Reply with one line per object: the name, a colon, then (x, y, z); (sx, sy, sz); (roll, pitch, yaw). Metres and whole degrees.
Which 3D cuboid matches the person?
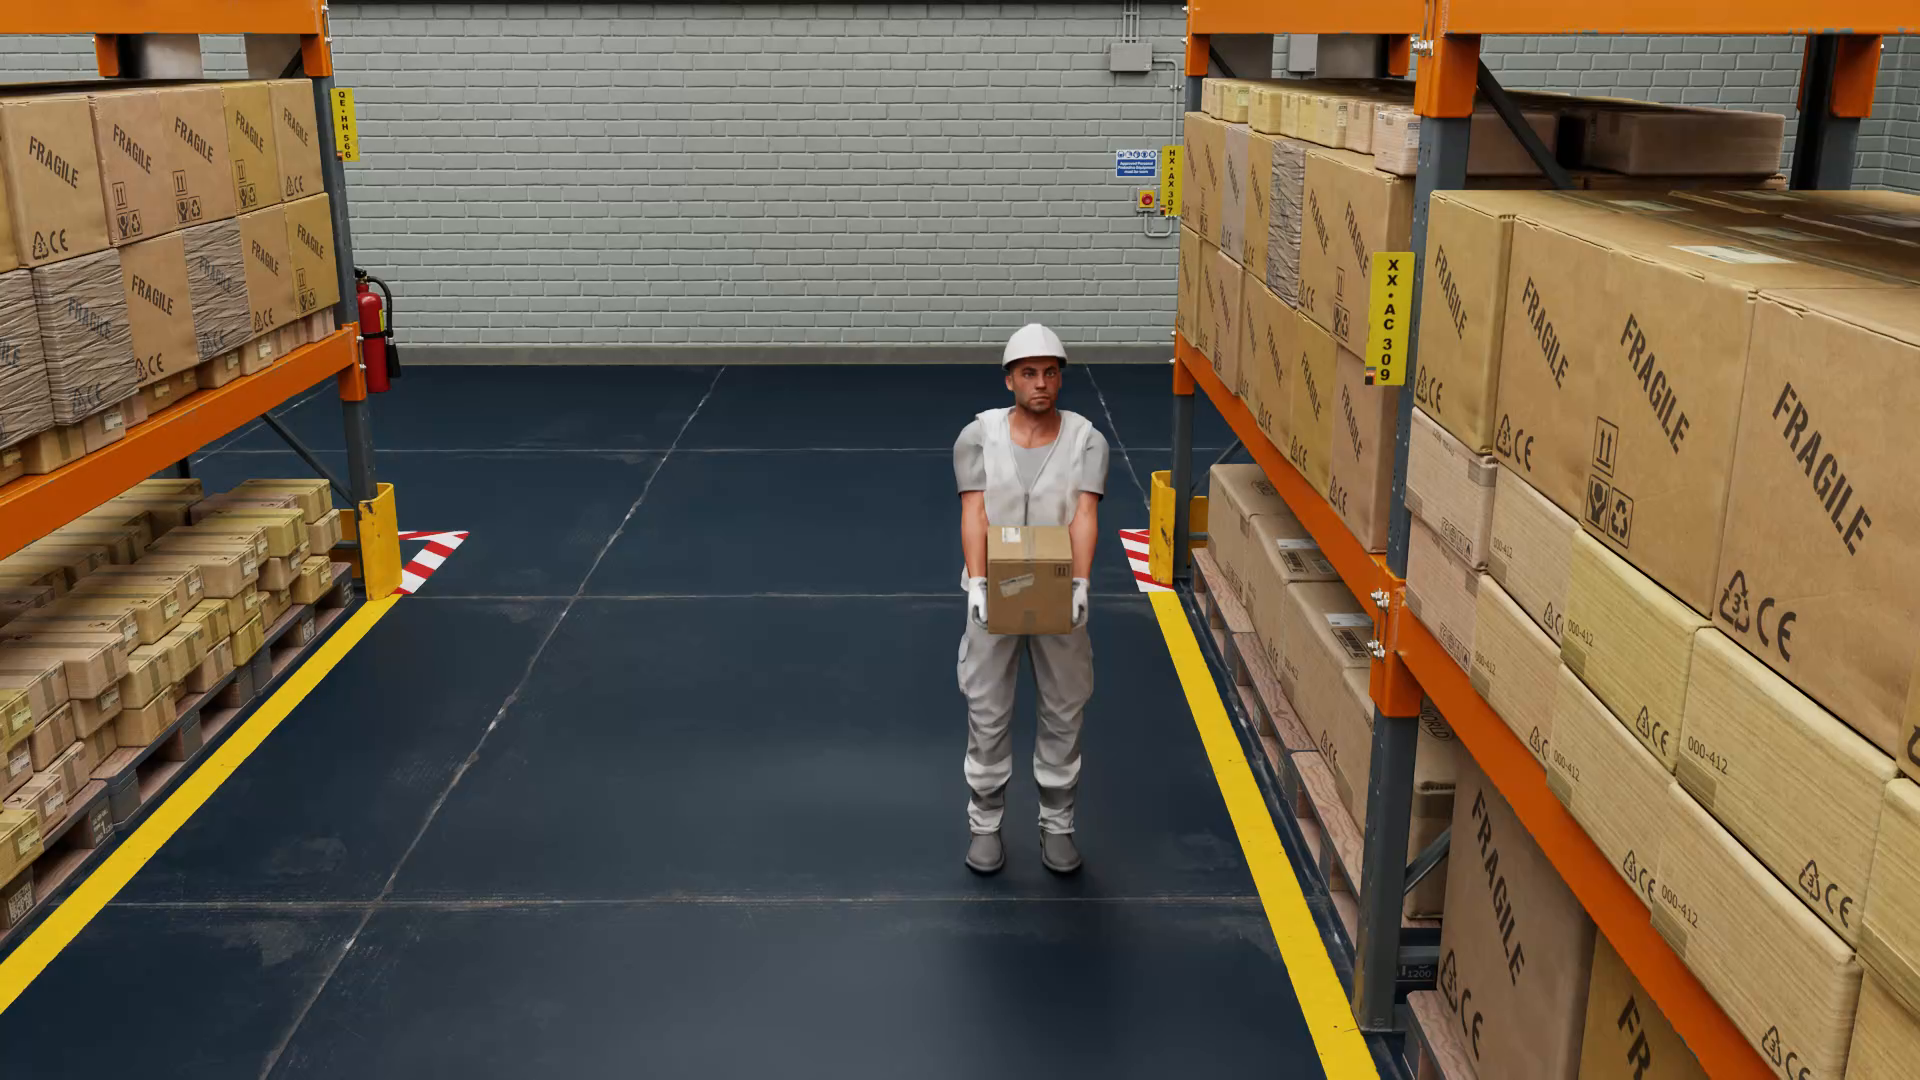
person: (0.225, 0.228, 5.265); (0.494, 1.782, 0.559); (0, 17, 0)
